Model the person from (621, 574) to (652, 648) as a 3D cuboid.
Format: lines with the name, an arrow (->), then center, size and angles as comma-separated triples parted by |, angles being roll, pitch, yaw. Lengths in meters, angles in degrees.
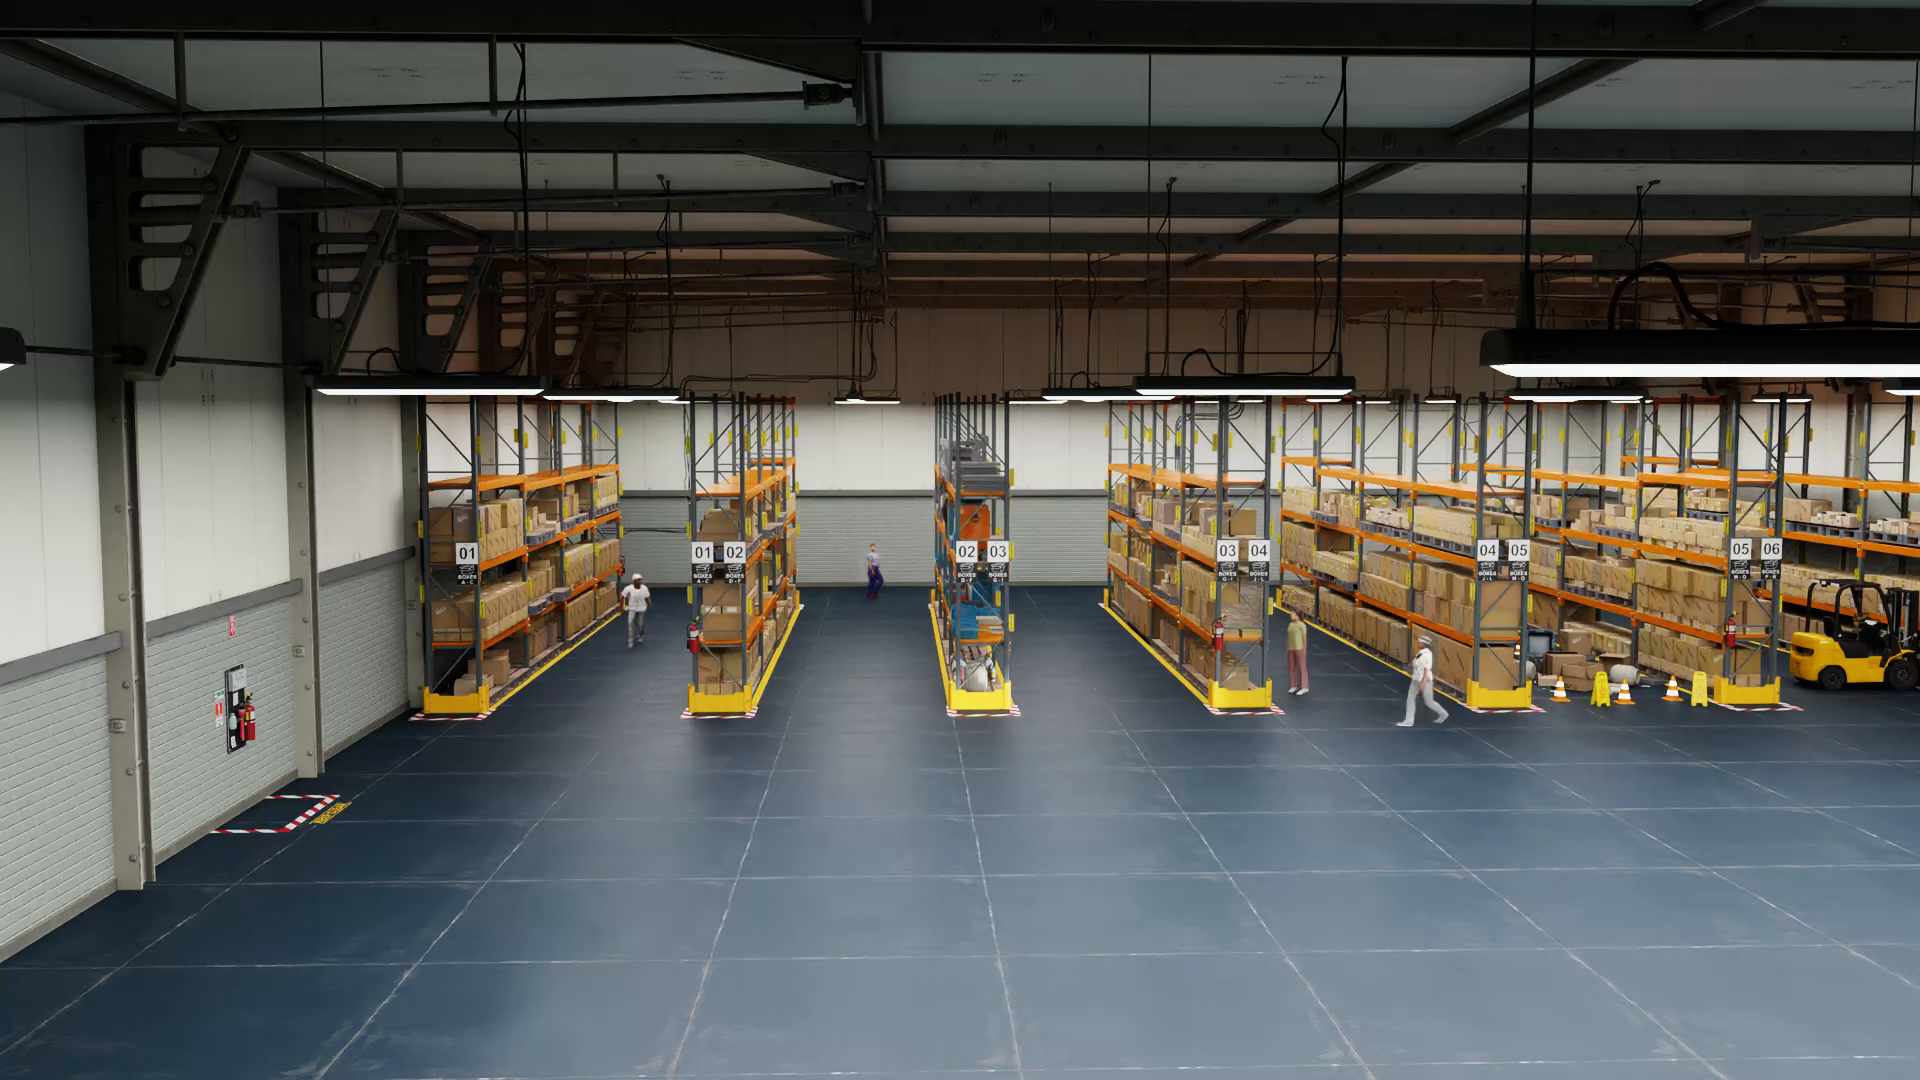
person -> -7.748, 1.679, 39.883 | 0.799, 1.748, 0.994 | 0, 5, 0

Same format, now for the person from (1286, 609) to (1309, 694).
person -> 6.744, 2.220, 33.318 | 0.542, 1.675, 0.448 | 4, 6, 43

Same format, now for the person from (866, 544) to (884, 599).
person -> -2.542, 0.943, 49.473 | 0.503, 1.671, 0.520 | 1, 5, 7

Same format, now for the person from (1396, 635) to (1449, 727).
person -> 8.274, 2.513, 29.698 | 0.900, 1.656, 0.431 | -2, 5, -24
